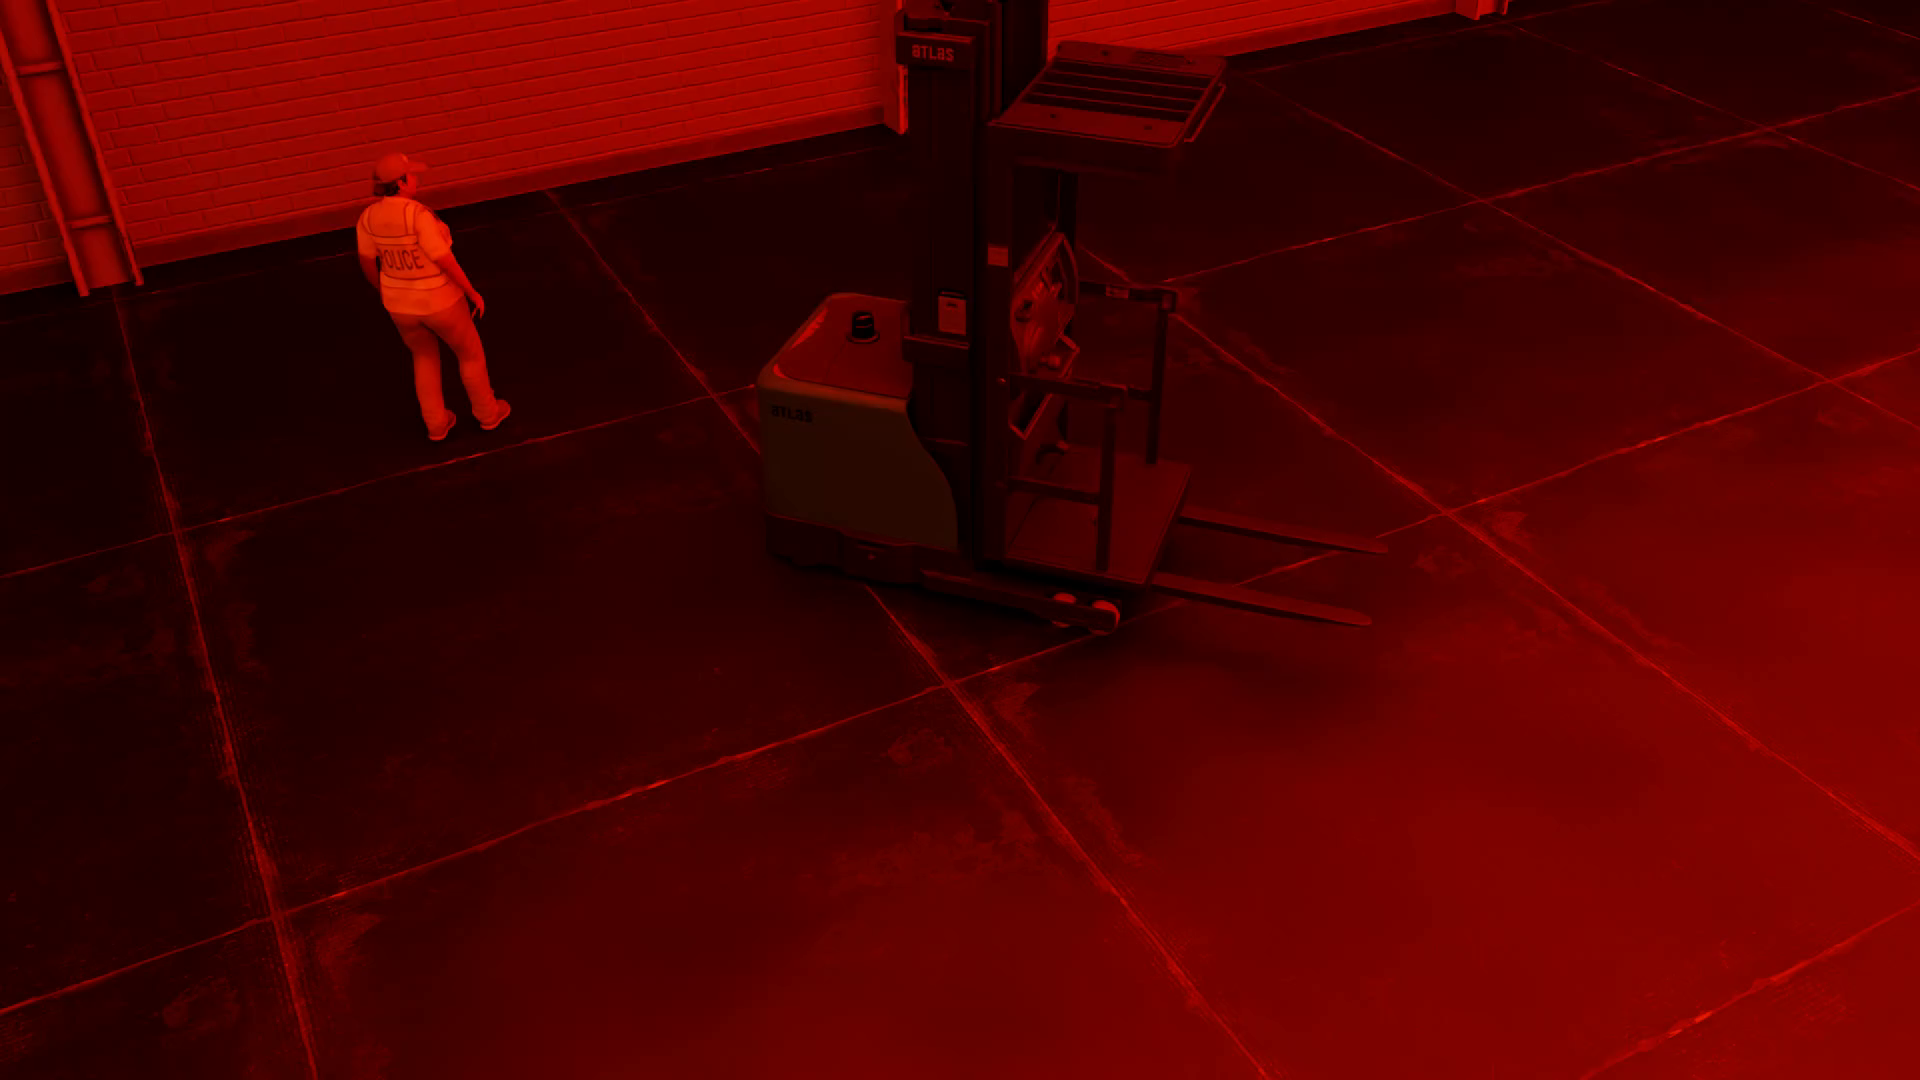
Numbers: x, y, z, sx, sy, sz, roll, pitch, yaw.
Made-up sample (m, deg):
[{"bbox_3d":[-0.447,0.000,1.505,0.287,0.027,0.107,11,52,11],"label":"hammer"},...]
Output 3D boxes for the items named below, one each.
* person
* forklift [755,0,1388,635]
[{"bbox_3d":[-2.895,-1.339,9.118,0.643,1.665,0.521,6,36,9],"label":"person"},{"bbox_3d":[0.579,-1.085,7.658,3.031,2.935,1.130,11,37,15],"label":"forklift"}]
